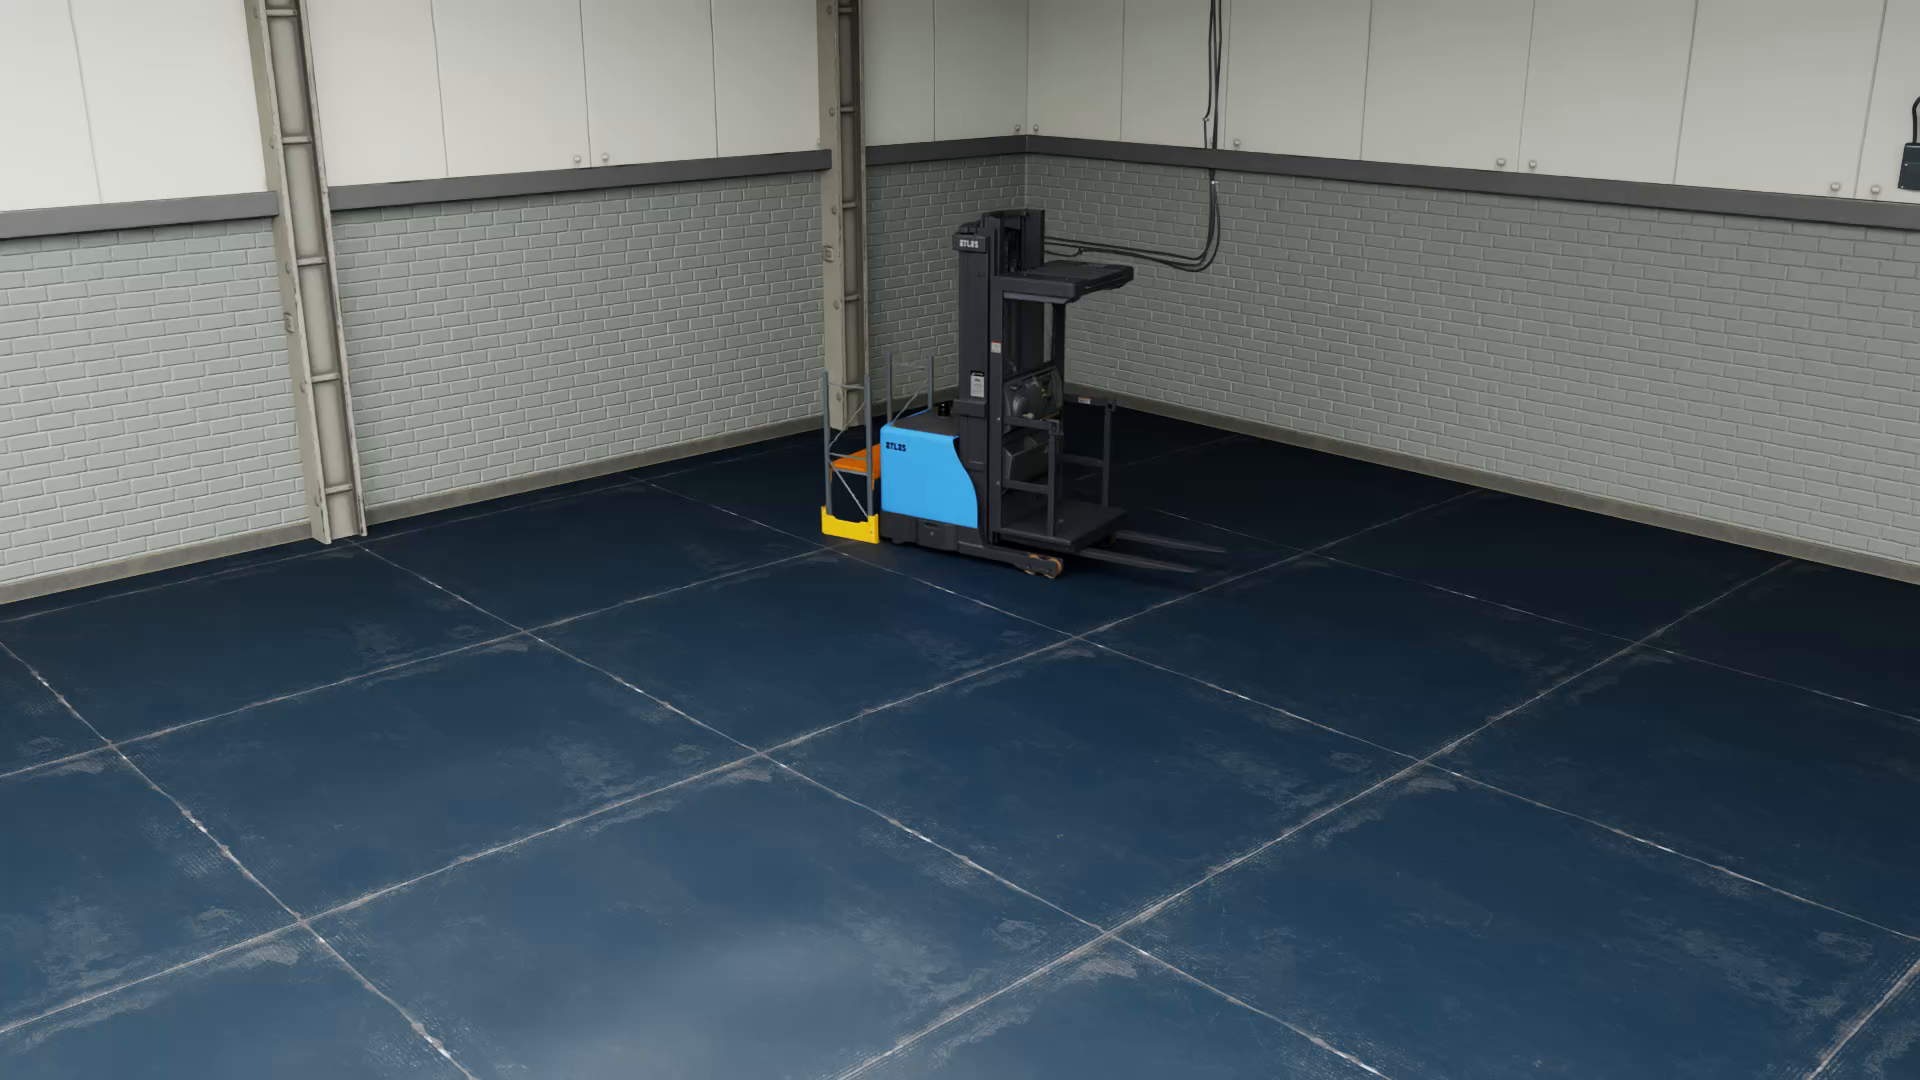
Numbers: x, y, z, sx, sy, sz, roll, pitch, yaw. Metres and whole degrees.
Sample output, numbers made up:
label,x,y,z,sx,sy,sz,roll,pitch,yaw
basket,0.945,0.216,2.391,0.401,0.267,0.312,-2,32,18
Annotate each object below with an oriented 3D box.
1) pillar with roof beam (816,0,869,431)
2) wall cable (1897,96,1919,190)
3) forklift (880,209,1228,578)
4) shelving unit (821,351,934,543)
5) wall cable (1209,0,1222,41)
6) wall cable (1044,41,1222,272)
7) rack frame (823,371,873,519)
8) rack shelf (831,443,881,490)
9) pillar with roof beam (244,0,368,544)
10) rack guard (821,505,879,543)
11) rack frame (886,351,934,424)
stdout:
label,x,y,z,sx,sy,sz,roll,pitch,yaw
pillar with roof beam,1.683,-4.625,14.659,0.400,9.000,9.100,-16,24,-41
wall cable,8.286,-5.405,11.550,0.169,6.003,2.305,-16,24,-41
forklift,0.802,-1.258,14.113,3.031,2.935,1.130,11,21,30
shelving unit,-0.736,-0.872,15.243,0.587,1.500,1.083,11,21,30
wall cable,3.634,-6.237,16.476,0.112,2.526,3.097,-16,24,-41
wall cable,1.775,-4.441,19.125,0.112,2.526,3.097,-16,24,-41
rack frame,-0.995,-0.740,14.837,0.500,1.500,0.032,11,21,30
rack shelf,-0.731,-0.703,15.306,0.538,0.185,1.000,11,21,30
pillar with roof beam,-2.676,-3.354,10.738,0.400,9.000,9.100,-16,24,-41
rack guard,-0.995,-0.146,15.031,0.587,0.250,0.087,11,21,30
rack frame,-0.467,-1.008,15.663,0.500,1.500,0.032,11,21,30
